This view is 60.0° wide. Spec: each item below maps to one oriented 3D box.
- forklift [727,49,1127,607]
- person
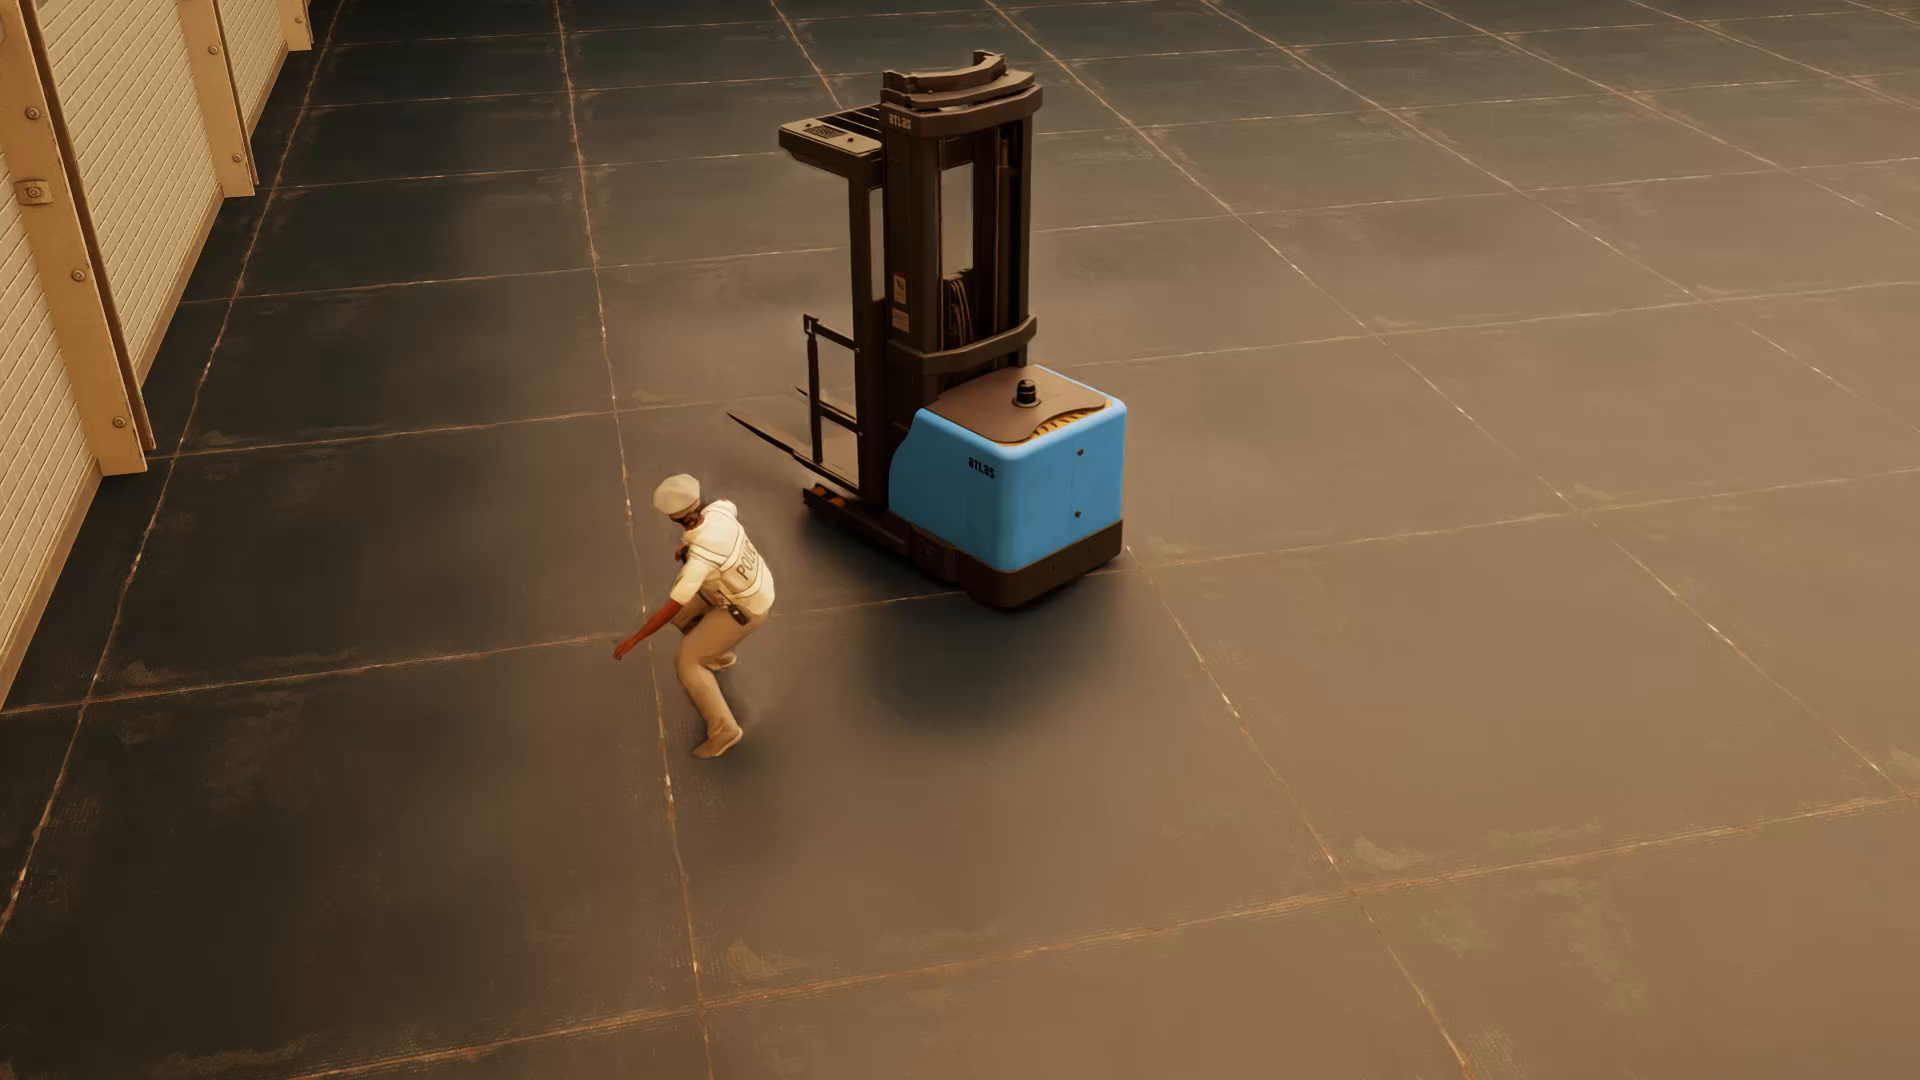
[{"bbox_3d":[-0.365,-1.528,10.215,1.130,2.935,3.031,-25,38,-36],"label":"forklift"},{"bbox_3d":[-1.362,0.336,8.557,0.811,1.452,0.793,-2,30,-3],"label":"person"}]
